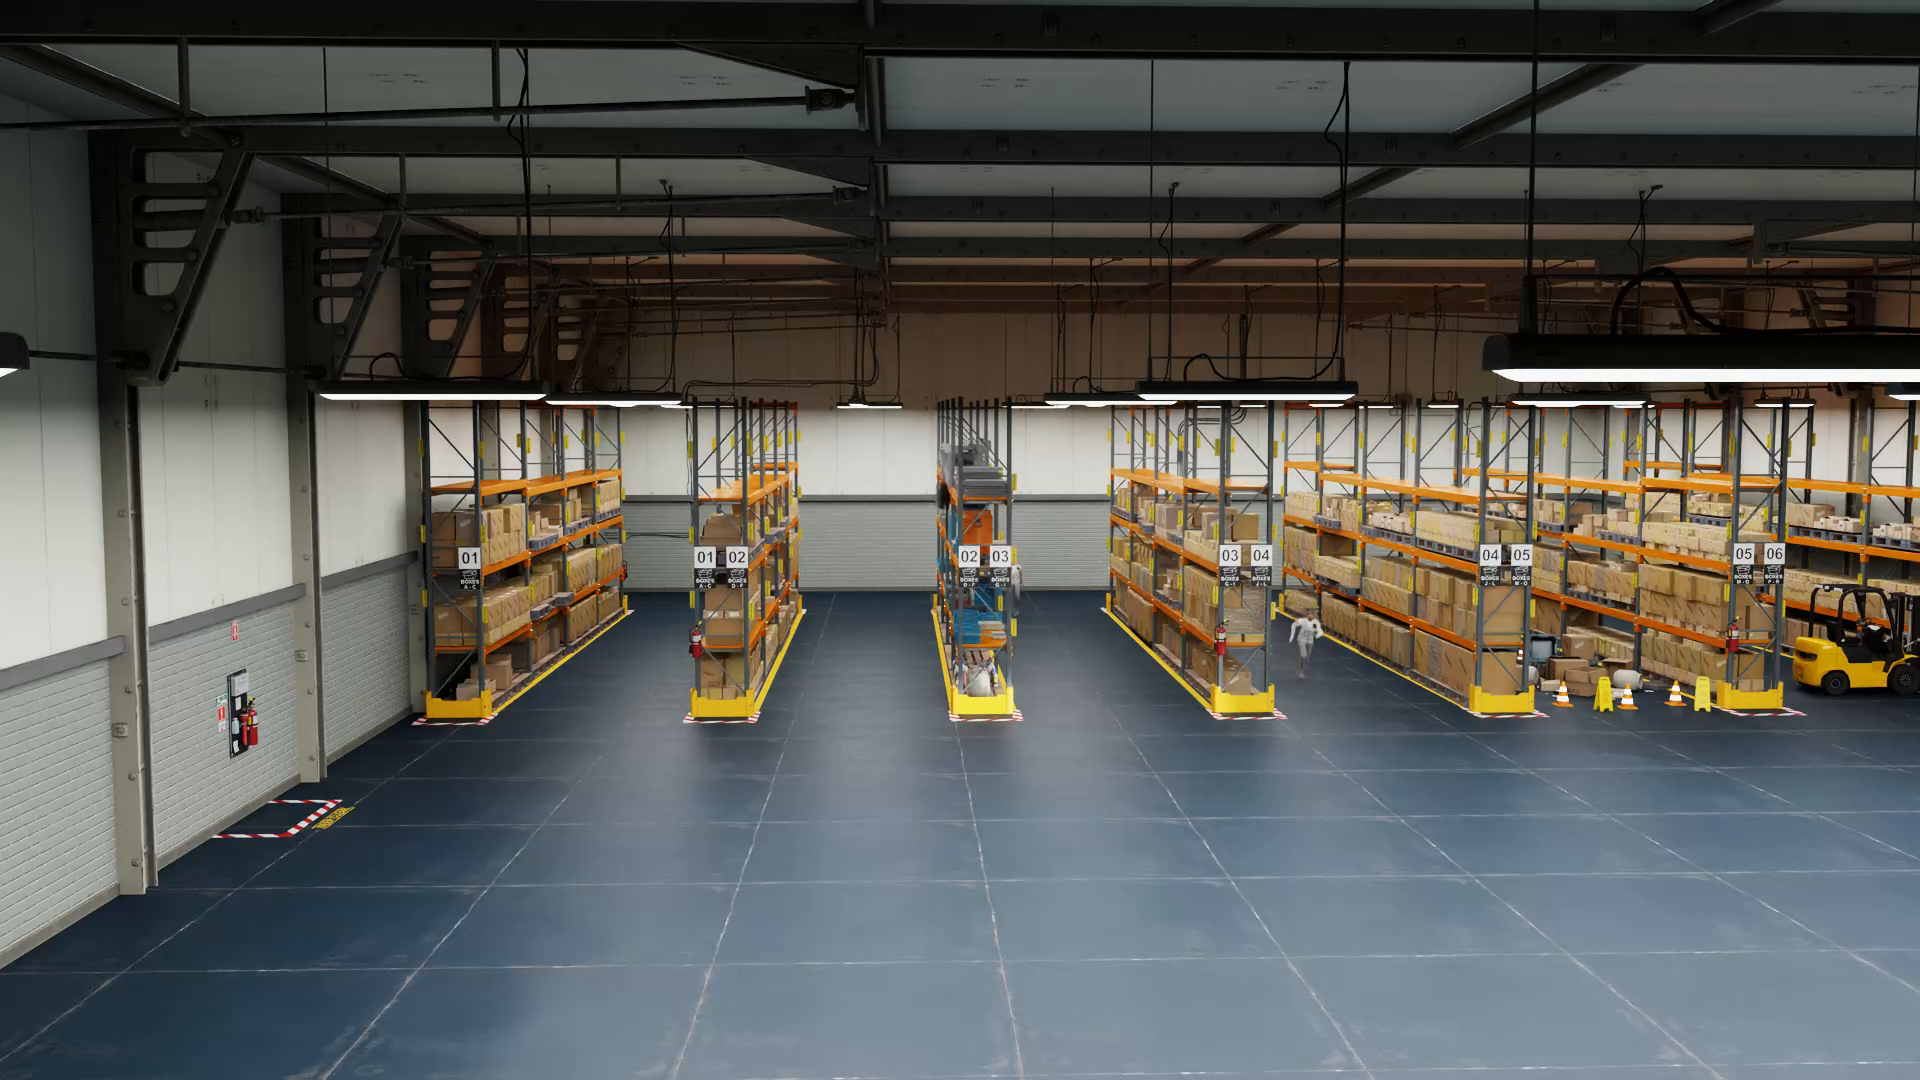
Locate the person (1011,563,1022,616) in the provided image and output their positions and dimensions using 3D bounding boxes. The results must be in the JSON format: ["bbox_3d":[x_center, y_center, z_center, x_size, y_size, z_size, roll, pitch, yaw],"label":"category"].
[{"bbox_3d":[1.501,1.263,46.844,0.547,1.749,0.848,-1,4,-9],"label":"person"}]

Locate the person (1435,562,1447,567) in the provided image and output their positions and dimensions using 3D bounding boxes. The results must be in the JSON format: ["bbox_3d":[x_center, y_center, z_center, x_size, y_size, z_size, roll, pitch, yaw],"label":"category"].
[{"bbox_3d":[14.797,0.946,50.806,0.873,1.673,0.618,-1,5,-16],"label":"person"}]

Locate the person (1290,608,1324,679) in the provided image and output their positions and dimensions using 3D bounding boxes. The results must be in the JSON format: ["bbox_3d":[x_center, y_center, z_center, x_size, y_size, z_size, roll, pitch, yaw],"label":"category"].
[{"bbox_3d":[7.407,2.187,35.505,0.610,1.546,0.915,-1,4,-10],"label":"person"}]
